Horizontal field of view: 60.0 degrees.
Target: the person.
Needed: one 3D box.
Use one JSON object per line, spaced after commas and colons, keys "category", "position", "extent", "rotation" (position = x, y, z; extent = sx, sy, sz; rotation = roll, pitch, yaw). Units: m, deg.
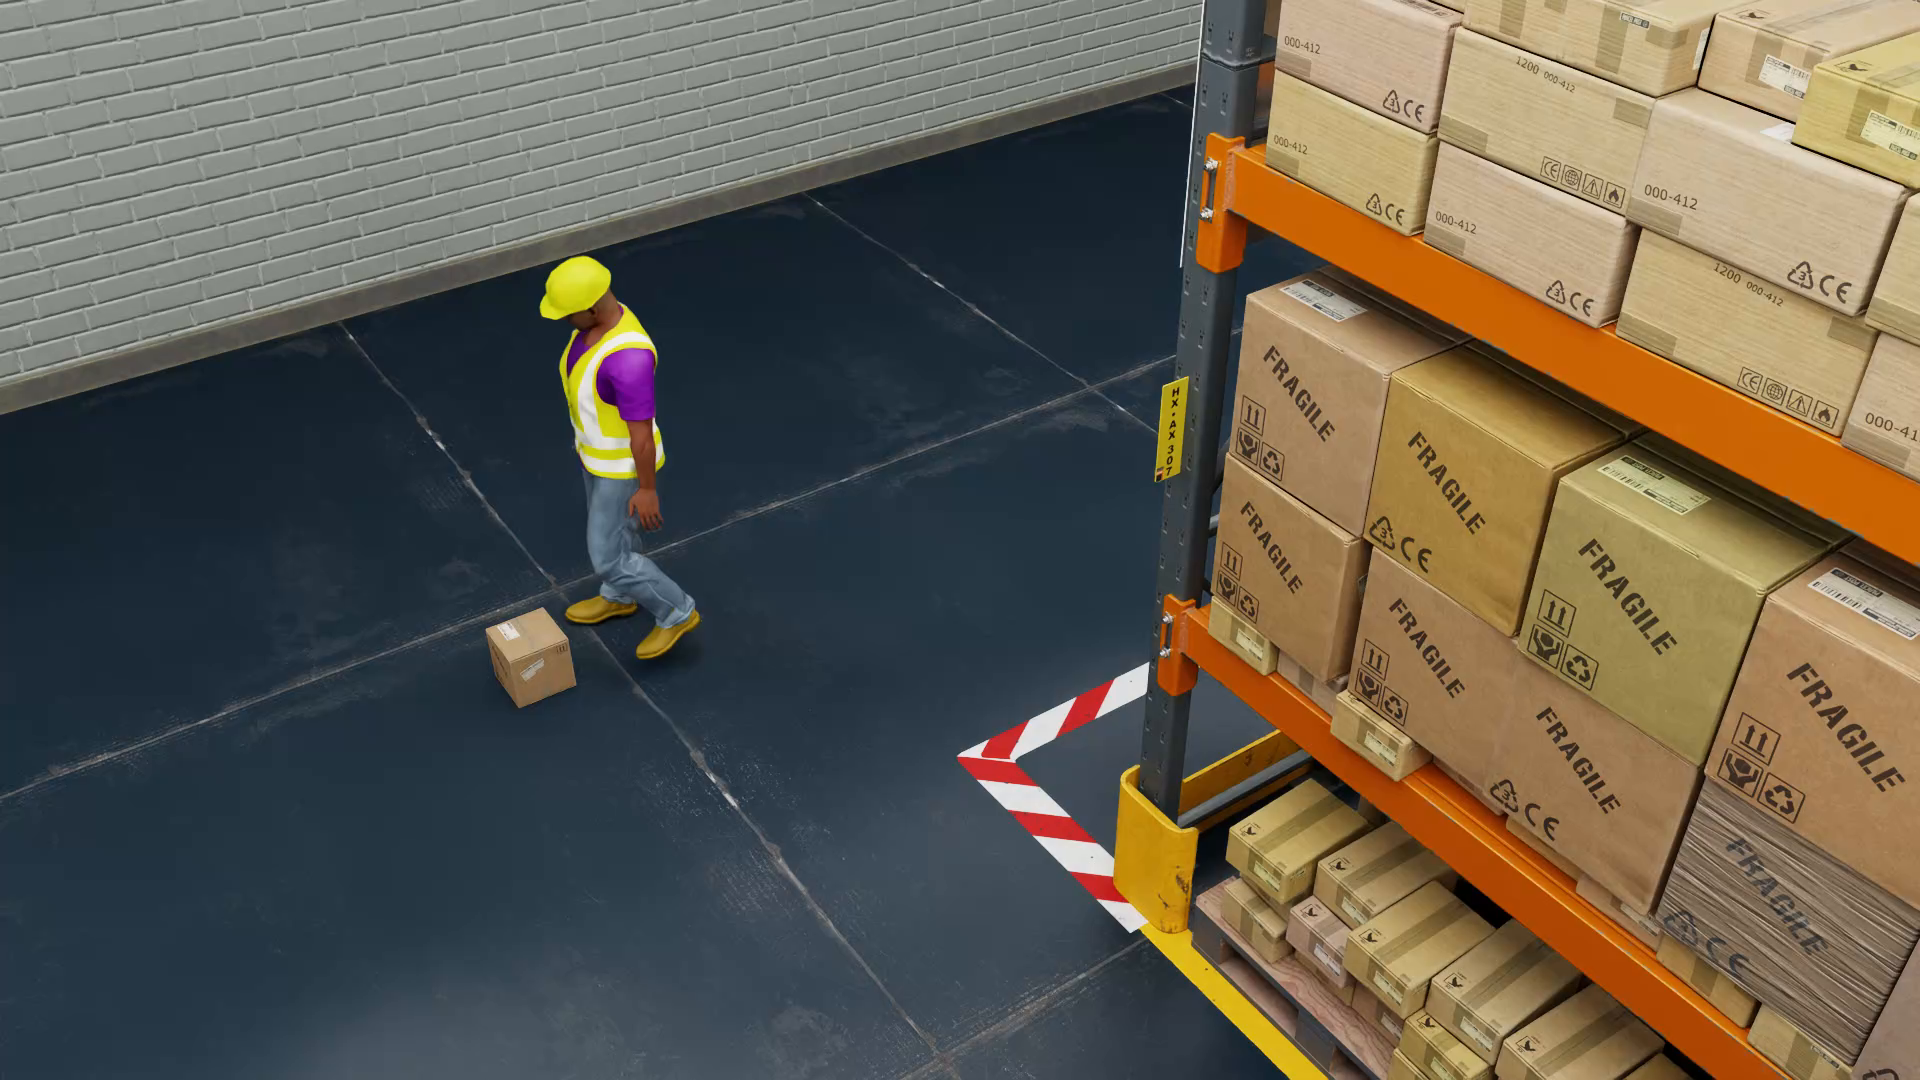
{"category": "person", "position": [-1.379, -0.319, 6.534], "extent": [0.488, 1.764, 0.676], "rotation": [-15, 39, -20]}
